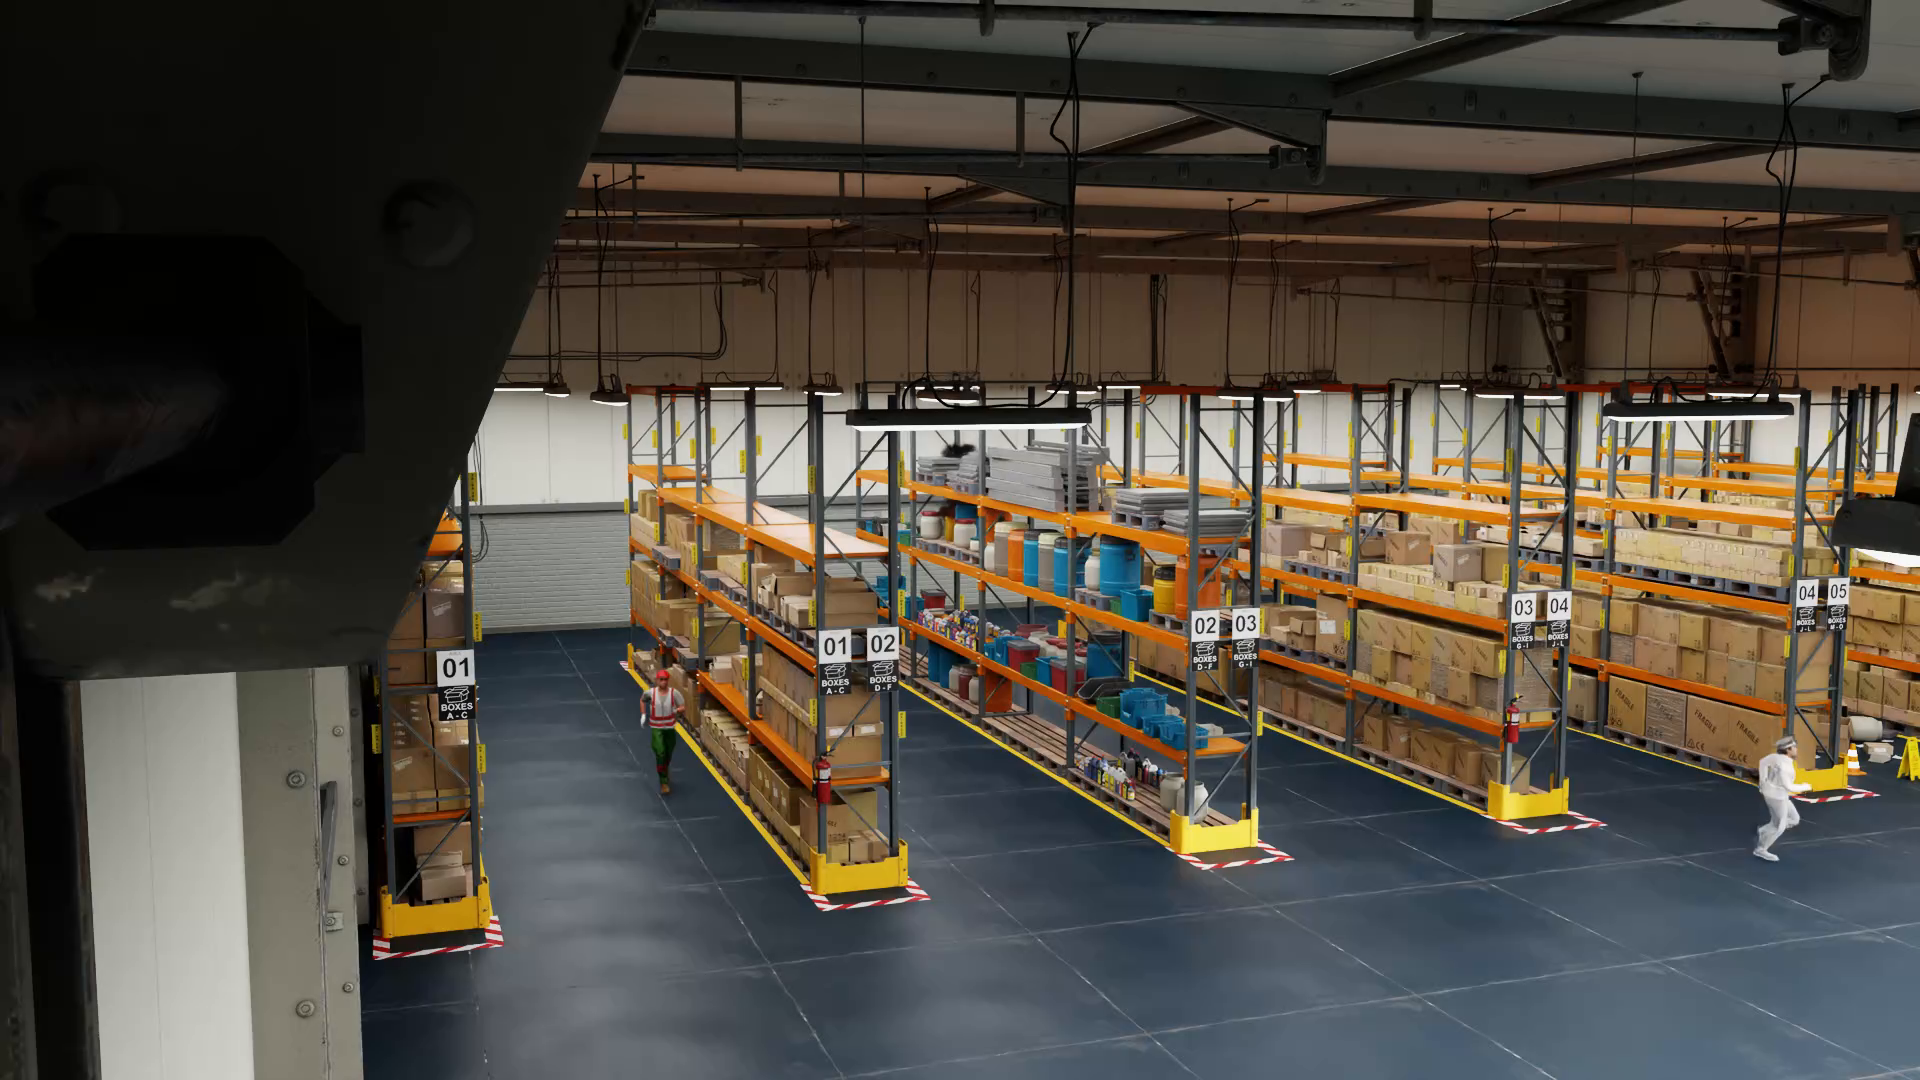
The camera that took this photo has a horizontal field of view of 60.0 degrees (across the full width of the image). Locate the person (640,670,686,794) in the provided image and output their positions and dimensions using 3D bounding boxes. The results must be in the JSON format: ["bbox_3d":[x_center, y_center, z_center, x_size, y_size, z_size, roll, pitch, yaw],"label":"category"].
[{"bbox_3d":[-4.458,2.827,24.996,0.660,1.791,0.983,-2,6,-18],"label":"person"}]

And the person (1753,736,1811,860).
[{"bbox_3d":[10.582,3.312,21.380,0.622,1.645,0.652,2,6,16],"label":"person"}]

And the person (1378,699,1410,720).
[{"bbox_3d":[7.924,2.432,30.009,0.664,1.689,0.984,-3,6,-23],"label":"person"}]
